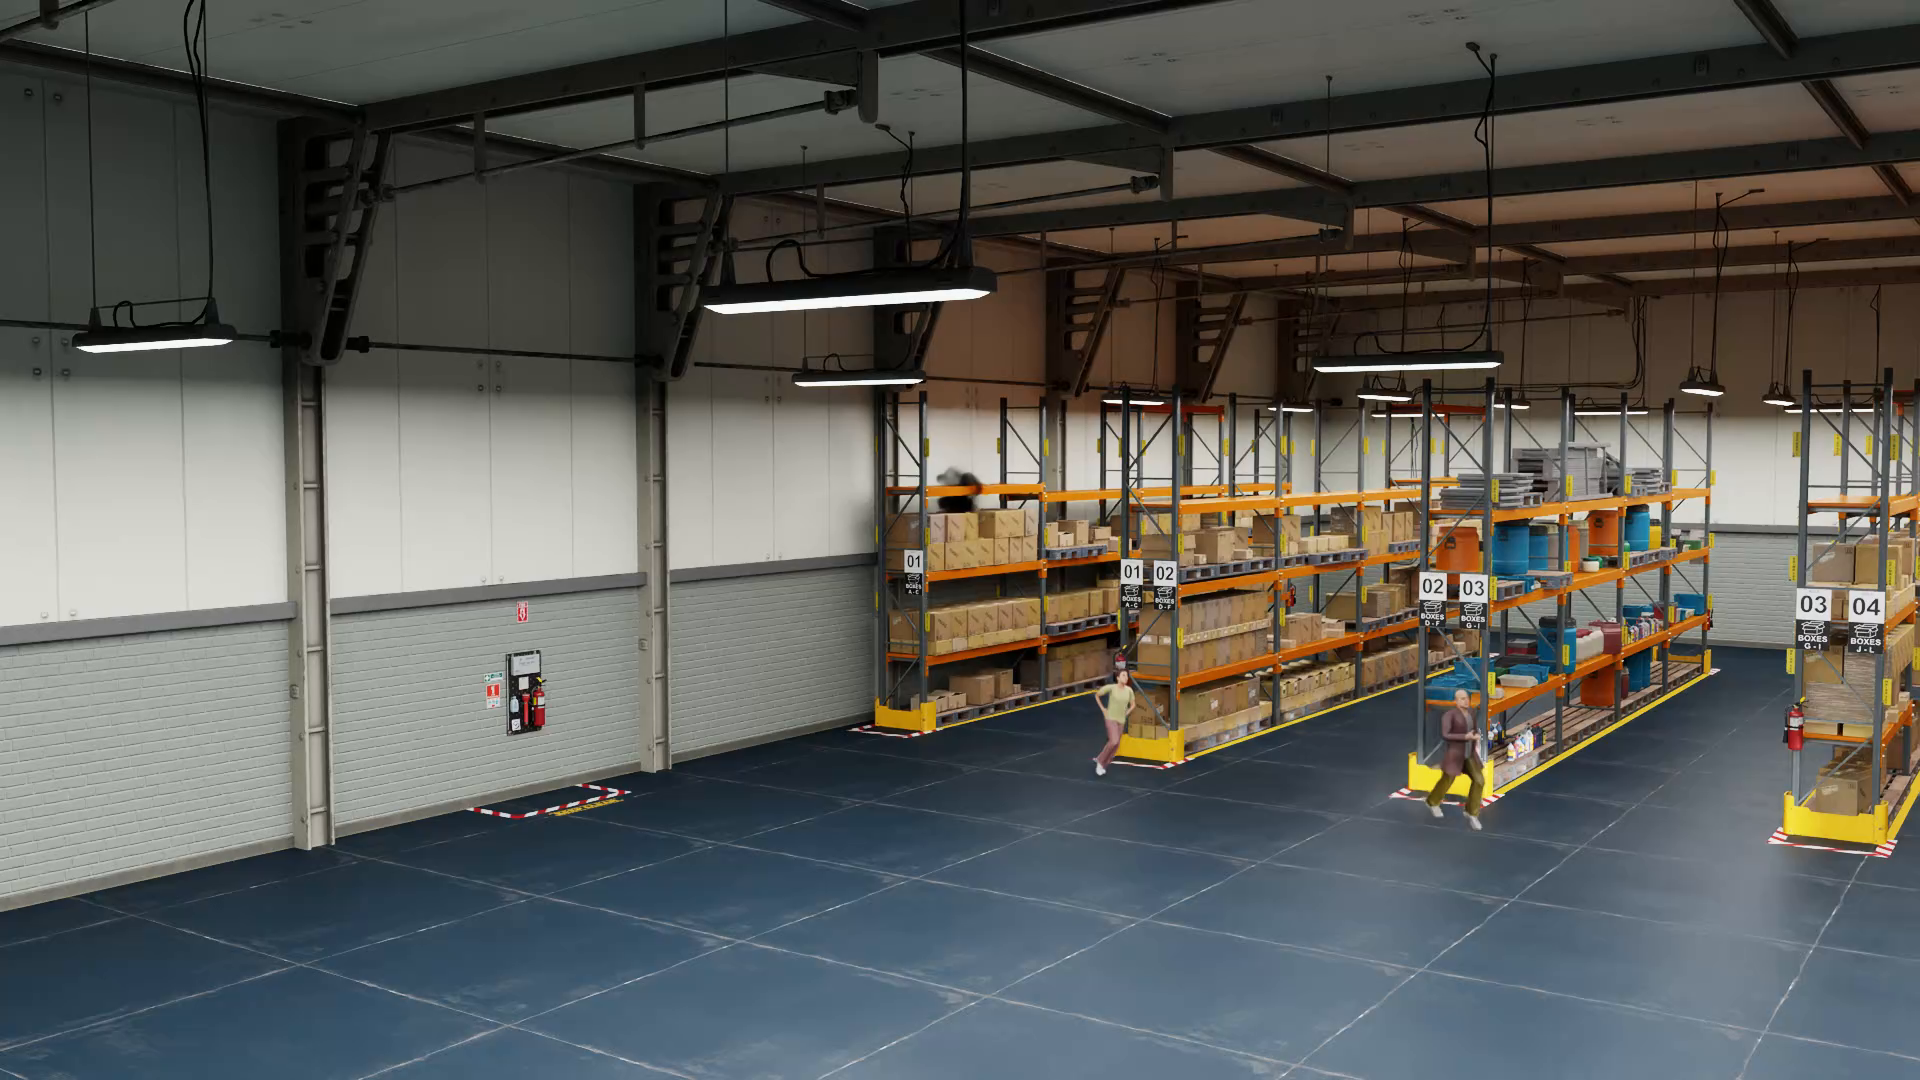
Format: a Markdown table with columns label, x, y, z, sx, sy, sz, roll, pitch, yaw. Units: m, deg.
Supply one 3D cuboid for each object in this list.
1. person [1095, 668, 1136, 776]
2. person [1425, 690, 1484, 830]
| label | x | y | z | sx | sy | sz | roll | pitch | yaw |
| --- | --- | --- | --- | --- | --- | --- | --- | --- | --- |
| person | 2.375 | 2.757 | 25.284 | 0.626 | 1.621 | 0.566 | -2 | 4 | -27 |
| person | 6.627 | 2.893 | 22.090 | 0.728 | 1.840 | 0.982 | -1 | 3 | -21 |
